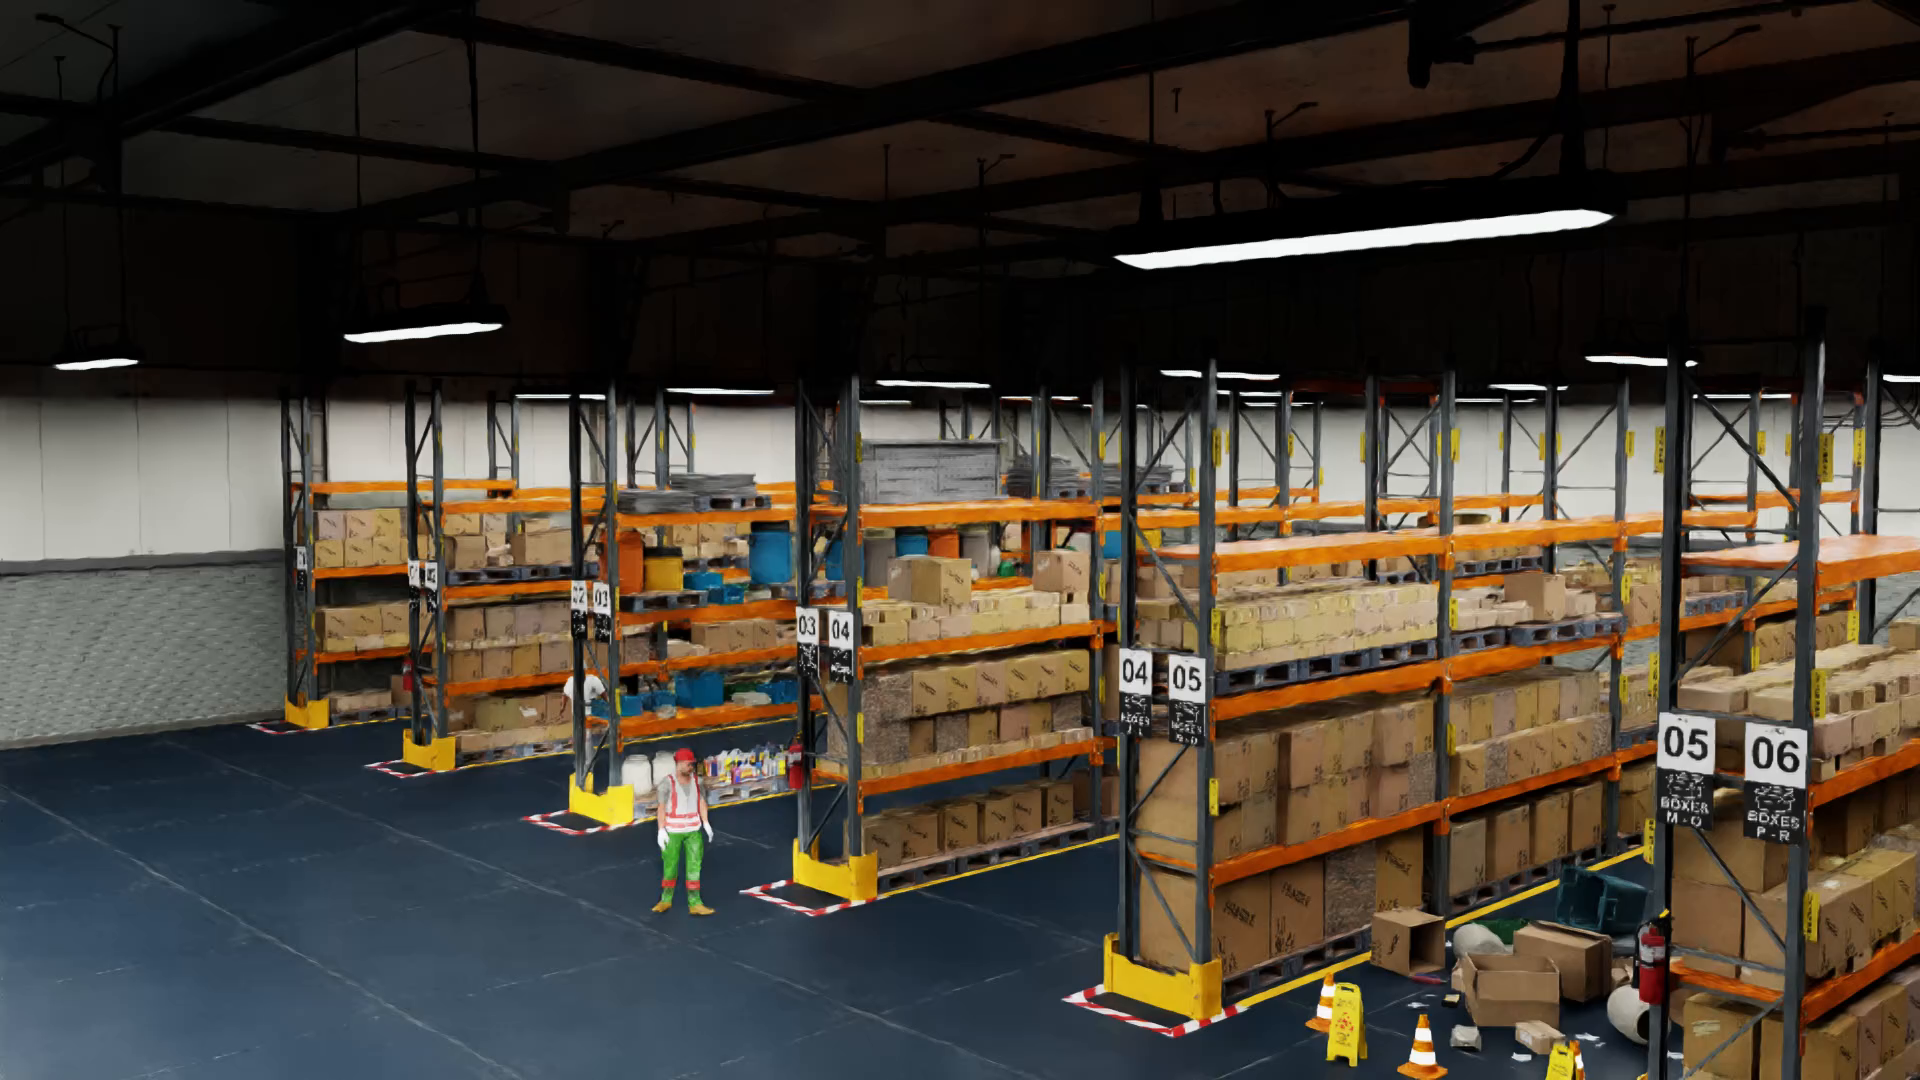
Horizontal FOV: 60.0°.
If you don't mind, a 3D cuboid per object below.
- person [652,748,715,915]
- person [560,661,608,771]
[{"bbox_3d":[-2.983,3.126,17.900,0.659,1.792,0.520,-2,4,-29],"label":"person"},{"bbox_3d":[-5.774,2.670,25.584,0.704,1.710,0.761,2,4,25],"label":"person"}]
